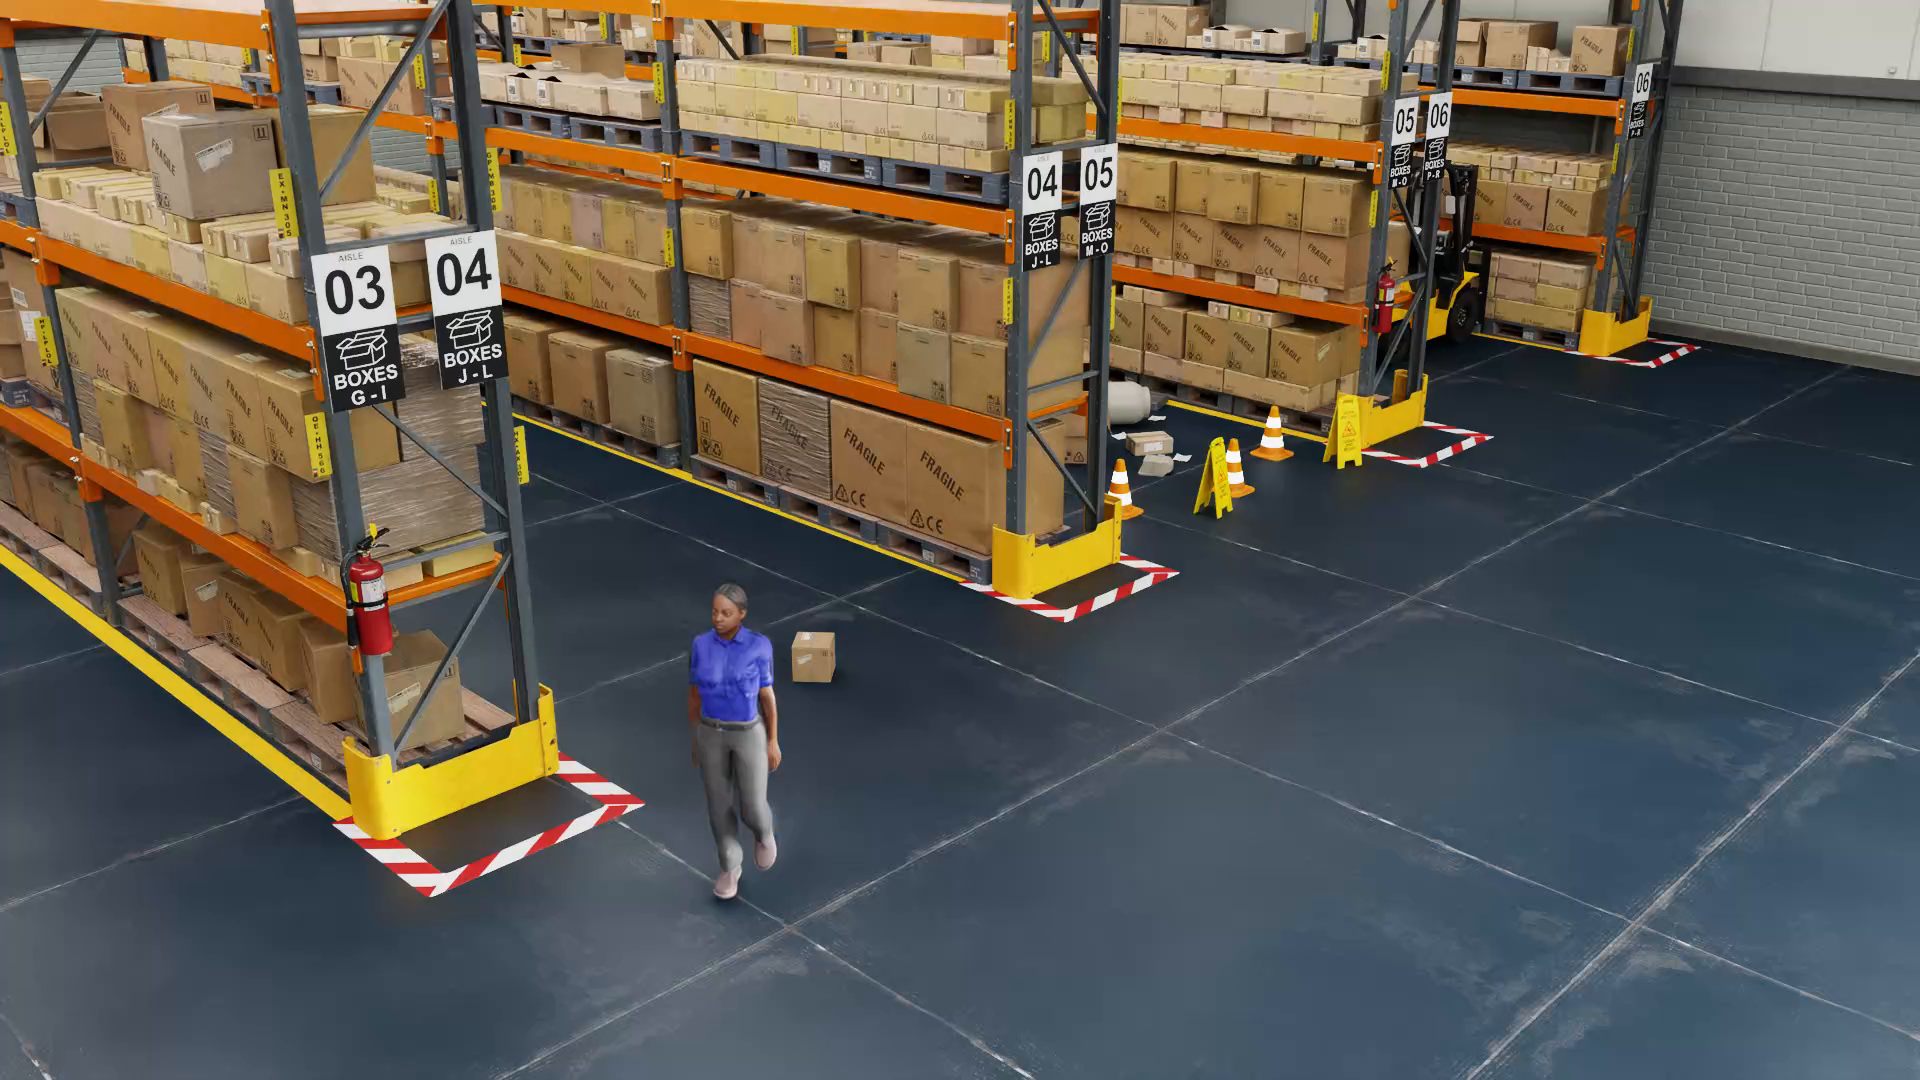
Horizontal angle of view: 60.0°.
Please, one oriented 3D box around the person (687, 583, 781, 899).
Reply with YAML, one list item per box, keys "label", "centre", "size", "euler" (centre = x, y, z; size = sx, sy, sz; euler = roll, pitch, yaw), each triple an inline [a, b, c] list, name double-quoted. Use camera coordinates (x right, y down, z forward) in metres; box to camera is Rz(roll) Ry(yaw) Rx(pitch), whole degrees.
- label: "person"
  centre: [-1.142, 1.007, 8.365]
  size: [0.465, 1.647, 0.475]
  euler: [2, 21, 7]
